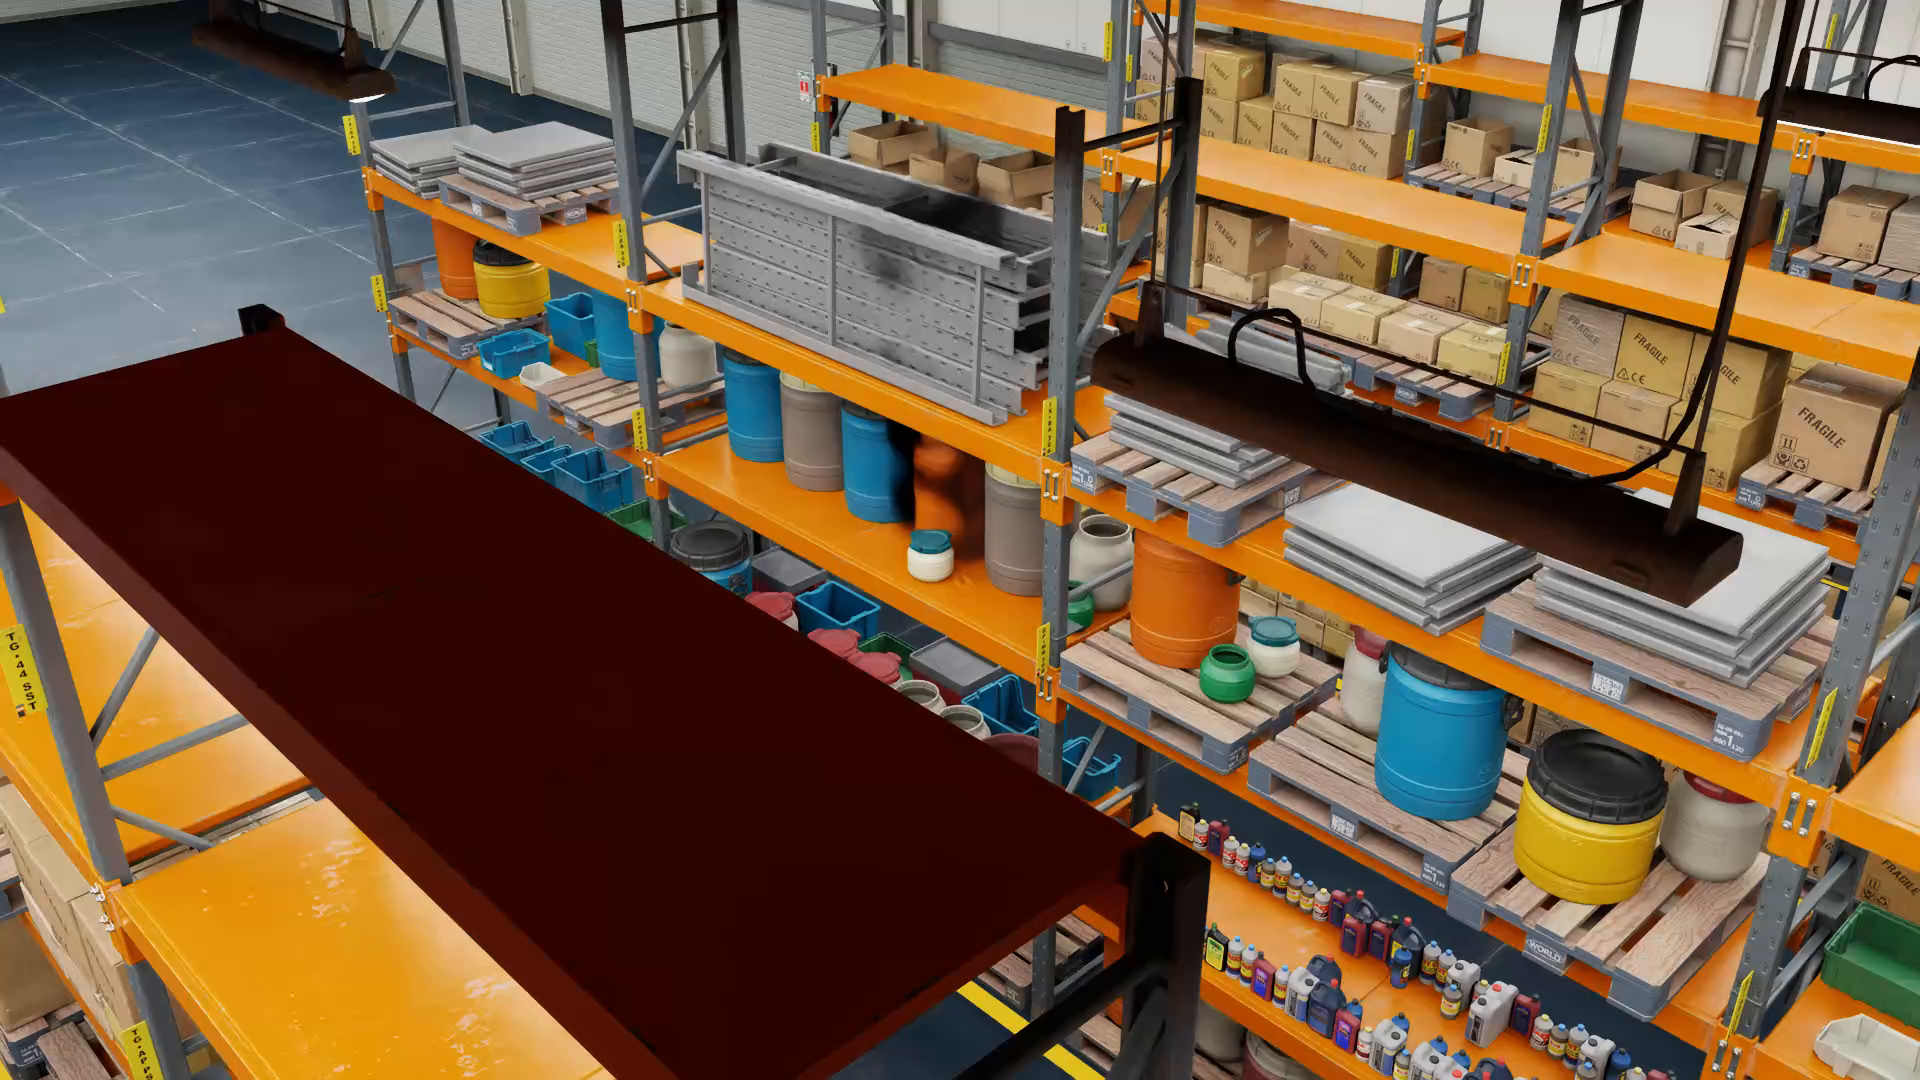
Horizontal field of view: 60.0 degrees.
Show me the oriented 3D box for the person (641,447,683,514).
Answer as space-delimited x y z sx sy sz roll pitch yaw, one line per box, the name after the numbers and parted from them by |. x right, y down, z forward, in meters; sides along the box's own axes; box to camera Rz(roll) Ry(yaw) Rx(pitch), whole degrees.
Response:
-2.962 -0.768 16.407 0.915 1.790 0.697 23 36 36 | person

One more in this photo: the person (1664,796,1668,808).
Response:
4.452 2.331 10.791 0.579 1.618 0.578 19 34 32 | person
